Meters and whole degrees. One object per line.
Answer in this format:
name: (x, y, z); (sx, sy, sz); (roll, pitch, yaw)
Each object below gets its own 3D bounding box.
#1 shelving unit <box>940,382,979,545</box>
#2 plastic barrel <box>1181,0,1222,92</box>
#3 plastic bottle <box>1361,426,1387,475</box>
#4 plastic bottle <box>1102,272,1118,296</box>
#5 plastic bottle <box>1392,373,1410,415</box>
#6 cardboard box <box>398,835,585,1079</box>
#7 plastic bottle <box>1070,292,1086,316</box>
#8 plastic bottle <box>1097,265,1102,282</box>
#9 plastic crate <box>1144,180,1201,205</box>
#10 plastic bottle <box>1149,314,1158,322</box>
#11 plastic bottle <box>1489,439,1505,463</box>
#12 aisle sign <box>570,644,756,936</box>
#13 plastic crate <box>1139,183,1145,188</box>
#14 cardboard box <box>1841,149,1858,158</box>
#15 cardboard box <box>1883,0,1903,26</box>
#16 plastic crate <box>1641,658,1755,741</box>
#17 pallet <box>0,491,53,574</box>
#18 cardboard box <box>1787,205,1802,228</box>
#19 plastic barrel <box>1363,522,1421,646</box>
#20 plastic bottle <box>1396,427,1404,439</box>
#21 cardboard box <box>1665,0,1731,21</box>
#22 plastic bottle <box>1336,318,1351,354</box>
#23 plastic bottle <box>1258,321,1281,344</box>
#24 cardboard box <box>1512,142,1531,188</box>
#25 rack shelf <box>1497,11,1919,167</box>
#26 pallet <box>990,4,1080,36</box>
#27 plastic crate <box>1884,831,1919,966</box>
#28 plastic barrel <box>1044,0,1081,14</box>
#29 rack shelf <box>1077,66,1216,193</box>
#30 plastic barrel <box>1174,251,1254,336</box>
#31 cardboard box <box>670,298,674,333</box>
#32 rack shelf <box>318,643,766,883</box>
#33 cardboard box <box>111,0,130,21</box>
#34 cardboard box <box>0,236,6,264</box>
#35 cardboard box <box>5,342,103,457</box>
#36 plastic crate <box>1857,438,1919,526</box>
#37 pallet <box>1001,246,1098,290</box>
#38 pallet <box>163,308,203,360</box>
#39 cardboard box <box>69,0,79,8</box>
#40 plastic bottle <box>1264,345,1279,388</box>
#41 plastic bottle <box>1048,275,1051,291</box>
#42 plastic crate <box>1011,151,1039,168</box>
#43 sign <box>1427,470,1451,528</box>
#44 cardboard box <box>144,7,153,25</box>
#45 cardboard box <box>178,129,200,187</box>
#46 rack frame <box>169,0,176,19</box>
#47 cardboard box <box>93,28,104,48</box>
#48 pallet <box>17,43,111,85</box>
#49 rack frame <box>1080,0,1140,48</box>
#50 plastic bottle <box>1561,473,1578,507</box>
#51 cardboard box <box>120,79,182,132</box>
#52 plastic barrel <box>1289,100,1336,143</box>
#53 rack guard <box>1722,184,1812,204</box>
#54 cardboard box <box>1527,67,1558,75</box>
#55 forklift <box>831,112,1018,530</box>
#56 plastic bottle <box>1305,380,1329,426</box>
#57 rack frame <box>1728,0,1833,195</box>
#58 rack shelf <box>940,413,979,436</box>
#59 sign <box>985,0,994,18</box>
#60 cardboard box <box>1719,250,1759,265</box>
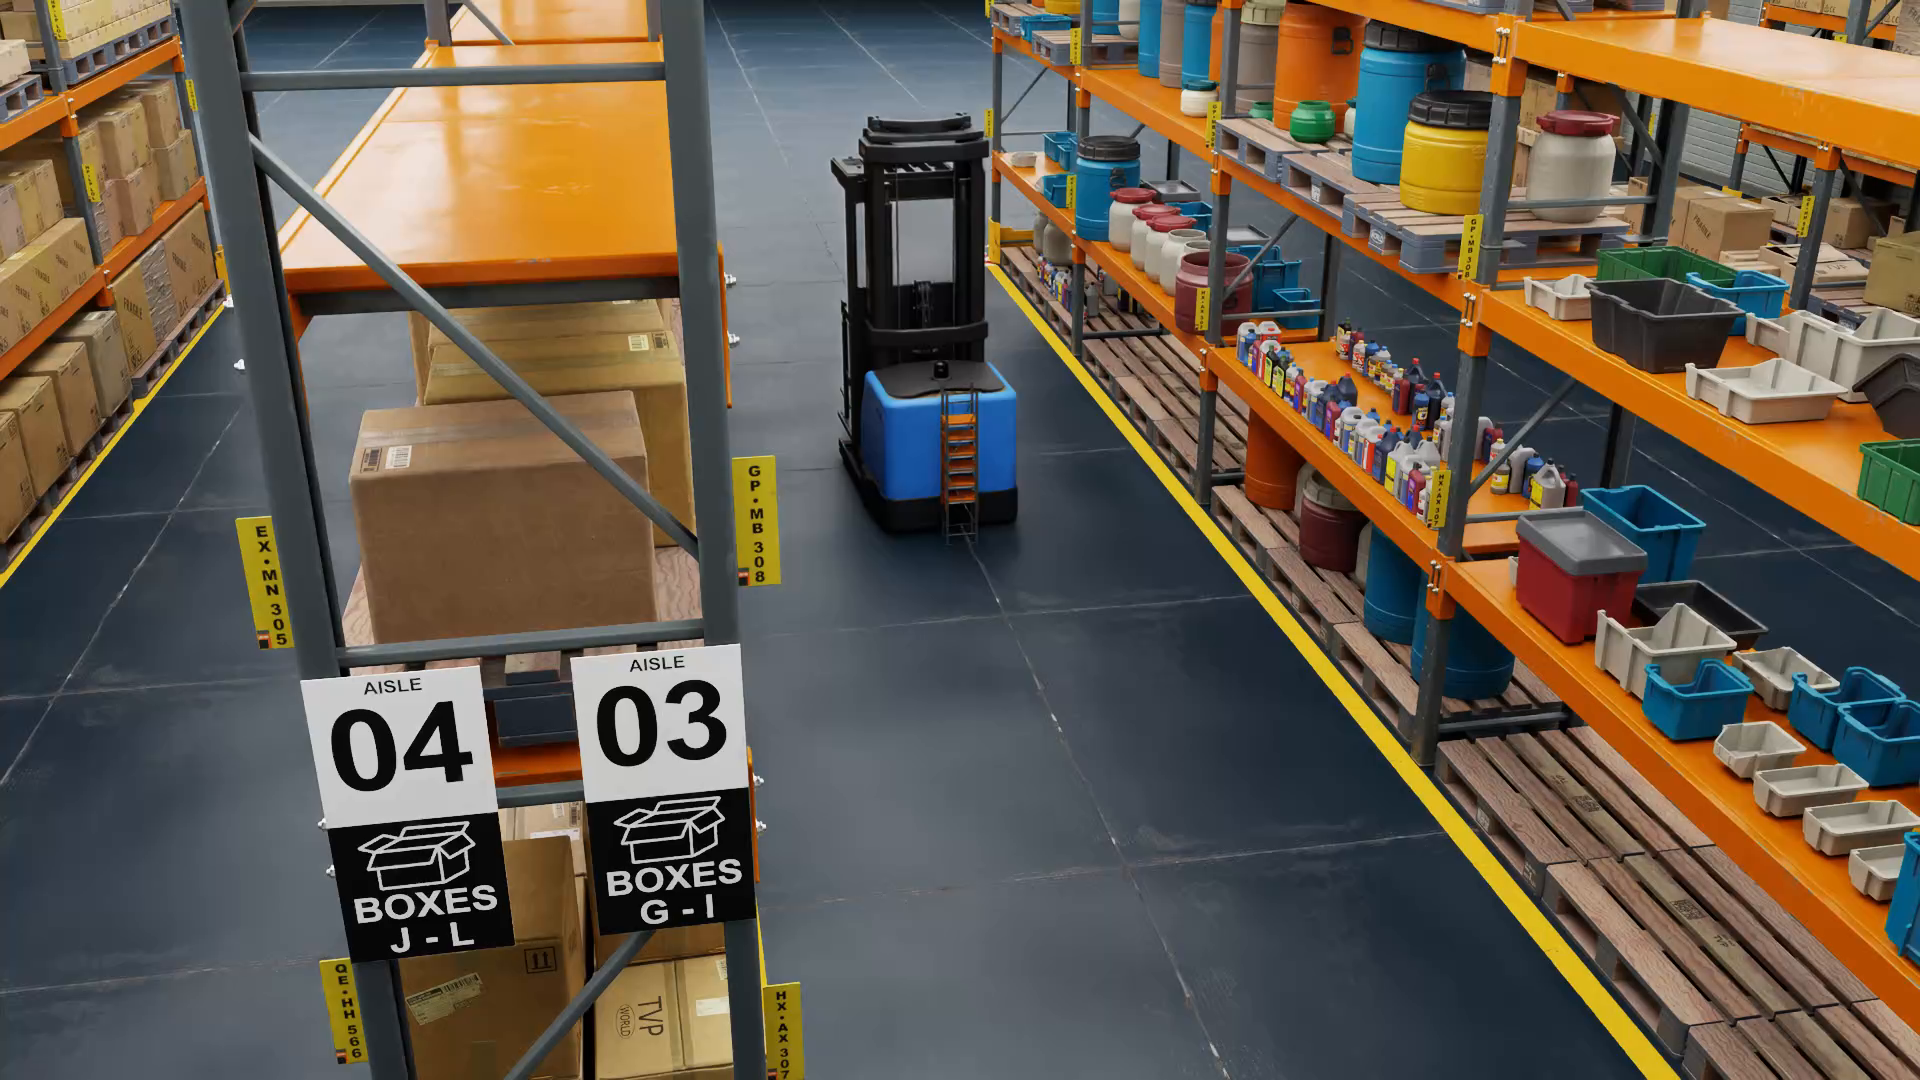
shelving unit: (-0.003, -0.556, 12.265); (0.258, 1.200, 0.189); (-4, 24, -10)
plastic barrel: (2.174, -4.184, 13.952); (0.600, 0.901, 0.708); (-4, 24, -10)
plastic bottle: (2.553, -0.548, 10.155); (0.152, 0.276, 0.135); (-4, 24, -10)
plastic bottle: (1.629, -2.801, 18.011); (0.152, 0.276, 0.135); (-4, 24, -10)
plastic bottle: (2.962, -0.991, 11.160); (0.061, 0.283, 0.133); (-4, 24, -10)
cardboard box: (-1.372, 1.225, 4.820); (0.500, 0.500, 0.500); (-4, 24, -9)
plastic bottle: (1.223, -2.498, 17.225); (0.144, 0.351, 0.185); (-5, 24, -11)
plastic bottle: (1.571, -3.010, 18.480); (0.061, 0.283, 0.133); (-4, 24, -10)
plastic crate: (2.015, -3.140, 15.855); (0.402, 0.464, 0.583); (-4, 24, -10)
plastic bottle: (1.997, -2.388, 17.071); (0.097, 0.271, 0.097); (0, 24, 0)
plastic bottle: (3.295, -0.519, 10.182); (0.097, 0.201, 0.097); (0, 24, 0)
aisle sign: (-0.716, 0.623, 4.071); (0.394, 0.787, 0.004); (-4, 24, -10)
plastic crate: (1.653, -3.465, 16.757); (0.767, 0.338, 0.504); (-4, 24, -10)
cardboard box: (10.689, -4.707, 19.685); (0.500, 0.250, 0.500); (-4, 24, -9)
cardboard box: (10.804, -6.037, 18.669); (0.500, 0.500, 0.500); (-5, 24, -12)
plastic crate: (3.212, 0.702, 7.272); (0.416, 0.233, 0.300); (-4, 24, -10)
pallet: (-7.468, -0.049, 12.341); (1.003, 0.211, 1.213); (-4, 24, -10)
cardboard box: (10.766, -4.052, 20.831); (0.500, 0.311, 0.500); (-2, 24, -5)
plastic barrel: (2.889, 0.144, 10.513); (0.600, 0.901, 0.708); (-4, 24, -10)
plastic bottle: (2.672, -0.563, 10.194); (0.097, 0.271, 0.097); (0, 24, 0)
cardboard box: (6.697, -5.018, 15.212); (0.500, 0.500, 0.500); (-2, 24, -5)
plastic bottle: (2.859, -1.524, 12.380); (0.061, 0.283, 0.133); (-4, 24, -10)
plastic bottle: (2.276, -1.466, 12.255); (0.152, 0.276, 0.135); (-4, 24, -10)
cardboard box: (6.301, -4.071, 17.940); (0.700, 0.500, 0.500); (-5, 24, -10)
rack shelf: (3.474, -1.581, 6.269); (1.077, 0.370, 4.000); (-4, 24, -10)
pallet: (0.942, -5.807, 18.530); (1.003, 0.211, 1.213); (-4, 24, -10)
plastic crate: (3.598, 1.280, 5.695); (0.616, 0.435, 0.499); (-4, 24, -10)
plastic barrel: (1.221, -6.066, 18.127); (0.600, 0.588, 0.600); (0, 24, 0)
rack shelf: (1.995, -3.537, 13.994); (1.077, 0.370, 4.000); (-4, 24, -10)
plastic barrel: (1.981, -1.928, 12.988); (0.600, 0.536, 0.708); (-4, 24, -10)
cardboard box: (-1.560, -1.121, 6.788); (0.700, 0.500, 0.500); (-6, 24, -13)
rack shelf: (-1.394, -0.024, 5.950); (1.077, 0.370, 4.000); (-4, 24, -10)
cardboard box: (-8.234, -5.074, 15.781); (0.500, 0.250, 0.500); (-4, 24, -9)
cardboard box: (-7.756, -2.294, 12.623); (0.700, 0.500, 0.500); (-5, 24, -10)
cardboard box: (-7.758, -1.129, 13.616); (1.050, 0.750, 0.750); (-4, 24, -10)
plastic crate: (3.381, -0.203, 5.726); (0.450, 0.188, 0.336); (-4, 24, -10)
pallet: (1.090, -3.228, 19.619); (1.003, 0.211, 1.213); (-4, 24, -10)
pallet: (-8.428, -2.093, 17.020); (1.003, 0.211, 1.213); (-4, 24, -10)
cardboard box: (-7.917, -4.717, 14.464); (0.380, 0.149, 0.250); (-5, 24, -10)
plastic bottle: (2.192, -1.220, 11.683); (0.061, 0.283, 0.133); (-4, 24, -10)
plastic bottle: (1.014, -2.822, 18.152); (0.097, 0.201, 0.097); (0, 24, 0)
plastic crate: (0.735, -4.355, 19.046); (0.298, 0.136, 0.250); (-4, 24, -10)
sign: (2.563, -0.219, 8.900); (0.100, 0.325, 0.005); (-4, 24, -10)
cardboard box: (-8.341, -5.250, 16.683); (0.380, 0.149, 0.250); (-4, 24, -9)
cardboard box: (-8.762, -4.084, 17.909); (0.875, 0.550, 0.550); (-4, 24, -10)
rack frame: (-8.875, -6.907, 17.064); (1.000, 3.000, 0.127); (-4, 24, -10)
cardboard box: (-8.010, -4.549, 15.078); (0.380, 0.149, 0.250); (-5, 24, -11)
pallet: (-8.277, -4.241, 14.819); (1.003, 0.211, 1.213); (-4, 24, -10)
rack frame: (1.625, -6.028, 15.051); (1.000, 3.000, 0.127); (-4, 24, -10)
plastic bottle: (3.456, -0.254, 9.473); (0.061, 0.283, 0.133); (-4, 24, -10)
cardboard box: (-8.845, -4.573, 17.678); (0.875, 0.550, 0.550); (-4, 24, -10)
plastic barrel: (2.335, -2.767, 11.003); (0.294, 0.245, 0.294); (0, 24, 0)
rack guard: (10.636, -4.410, 21.965); (1.175, 0.500, 0.348); (-4, 24, -10)
cardboard box: (6.219, -4.854, 18.112); (0.700, 0.500, 0.500); (-4, 24, -10)
forklift: (-0.401, -1.983, 13.370); (1.130, 2.935, 3.031); (-6, 24, -12)
plastic bottle: (2.383, -0.909, 10.980); (0.152, 0.276, 0.135); (-4, 24, -10)
rack frame: (10.621, -5.585, 21.533); (1.000, 3.000, 0.127); (-4, 24, -10)
rack shelf: (-0.003, -0.845, 12.139); (0.258, 0.103, 0.180); (-4, 24, -10)
sign: (0.344, -6.192, 19.163); (0.100, 0.325, 0.005); (-4, 24, -10)
cardboard box: (6.942, -2.453, 14.674); (0.380, 0.149, 0.250); (-3, 24, -6)
